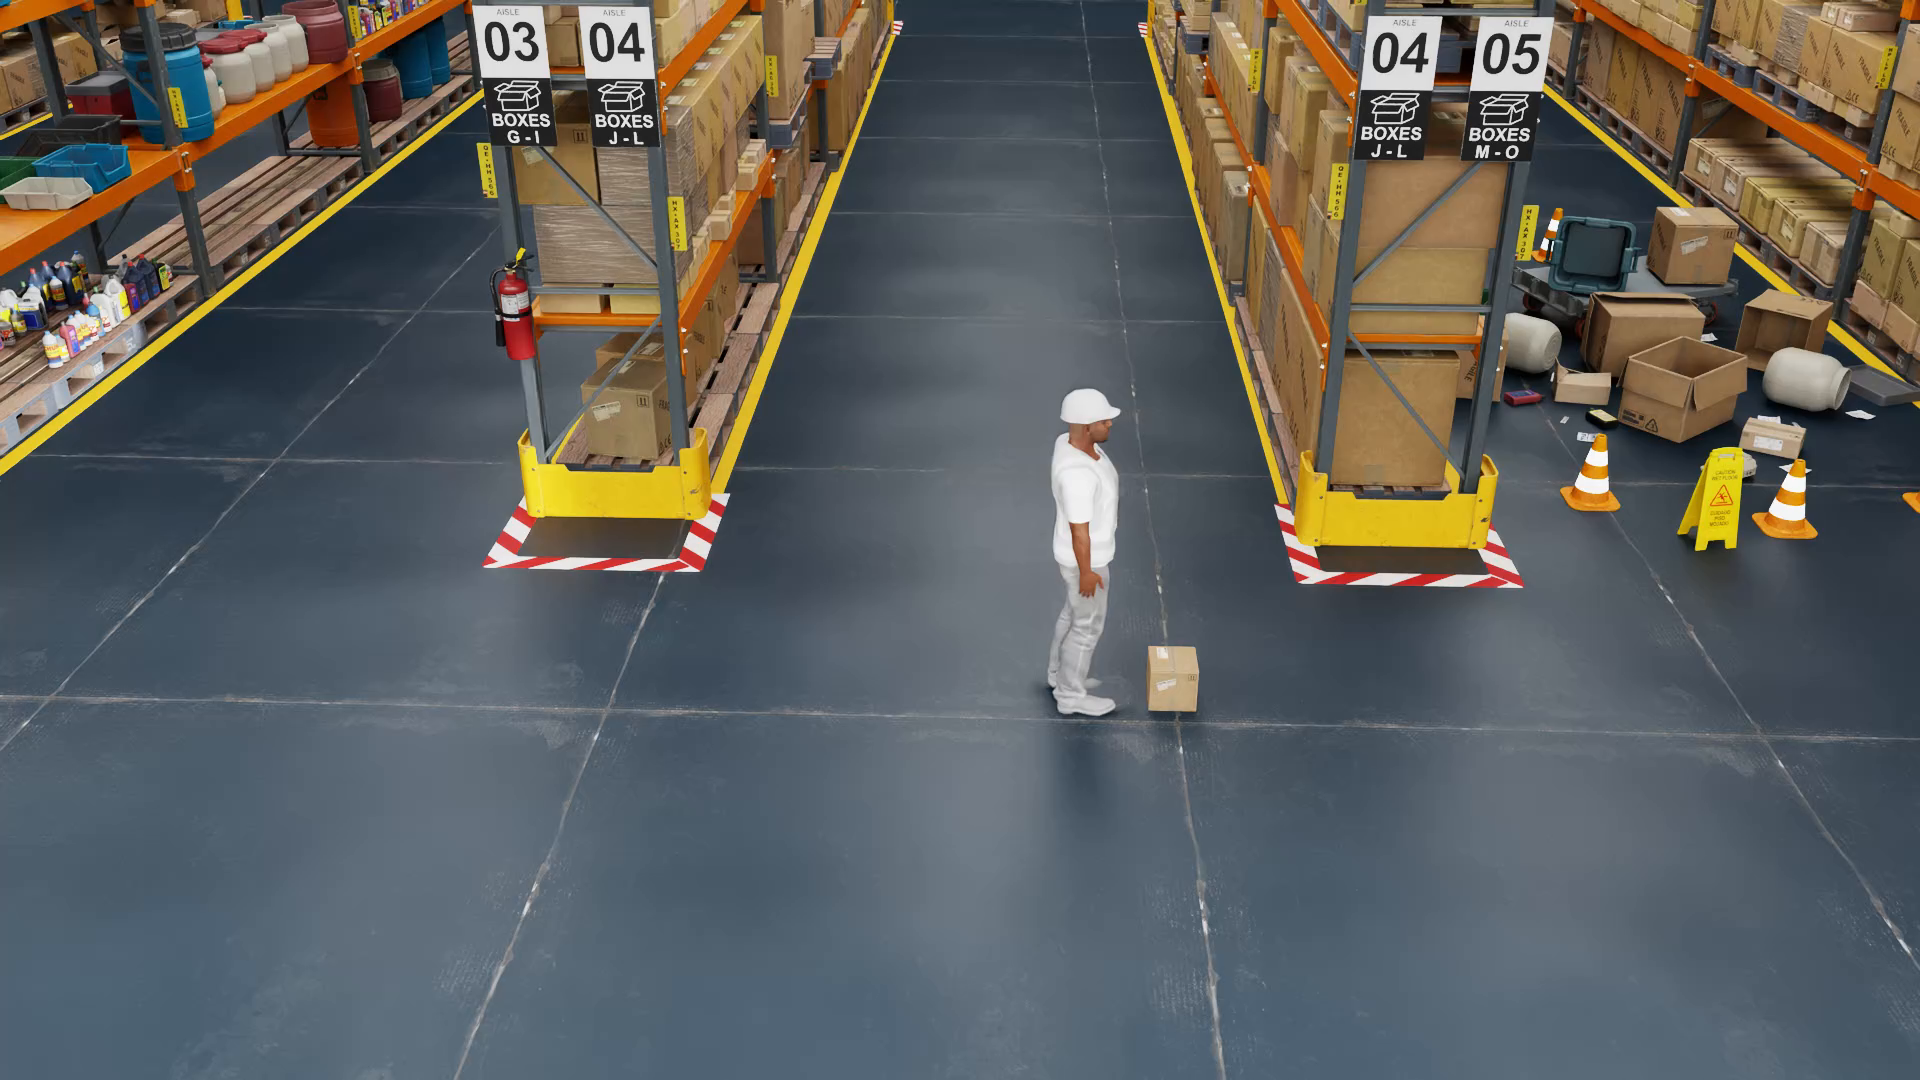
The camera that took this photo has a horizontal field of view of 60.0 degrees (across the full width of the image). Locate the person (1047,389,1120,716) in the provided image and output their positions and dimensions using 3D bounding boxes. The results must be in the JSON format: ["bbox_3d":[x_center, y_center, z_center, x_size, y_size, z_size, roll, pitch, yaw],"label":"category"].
[{"bbox_3d":[0.642,0.070,8.502,0.372,1.794,0.562,2,28,3],"label":"person"}]
